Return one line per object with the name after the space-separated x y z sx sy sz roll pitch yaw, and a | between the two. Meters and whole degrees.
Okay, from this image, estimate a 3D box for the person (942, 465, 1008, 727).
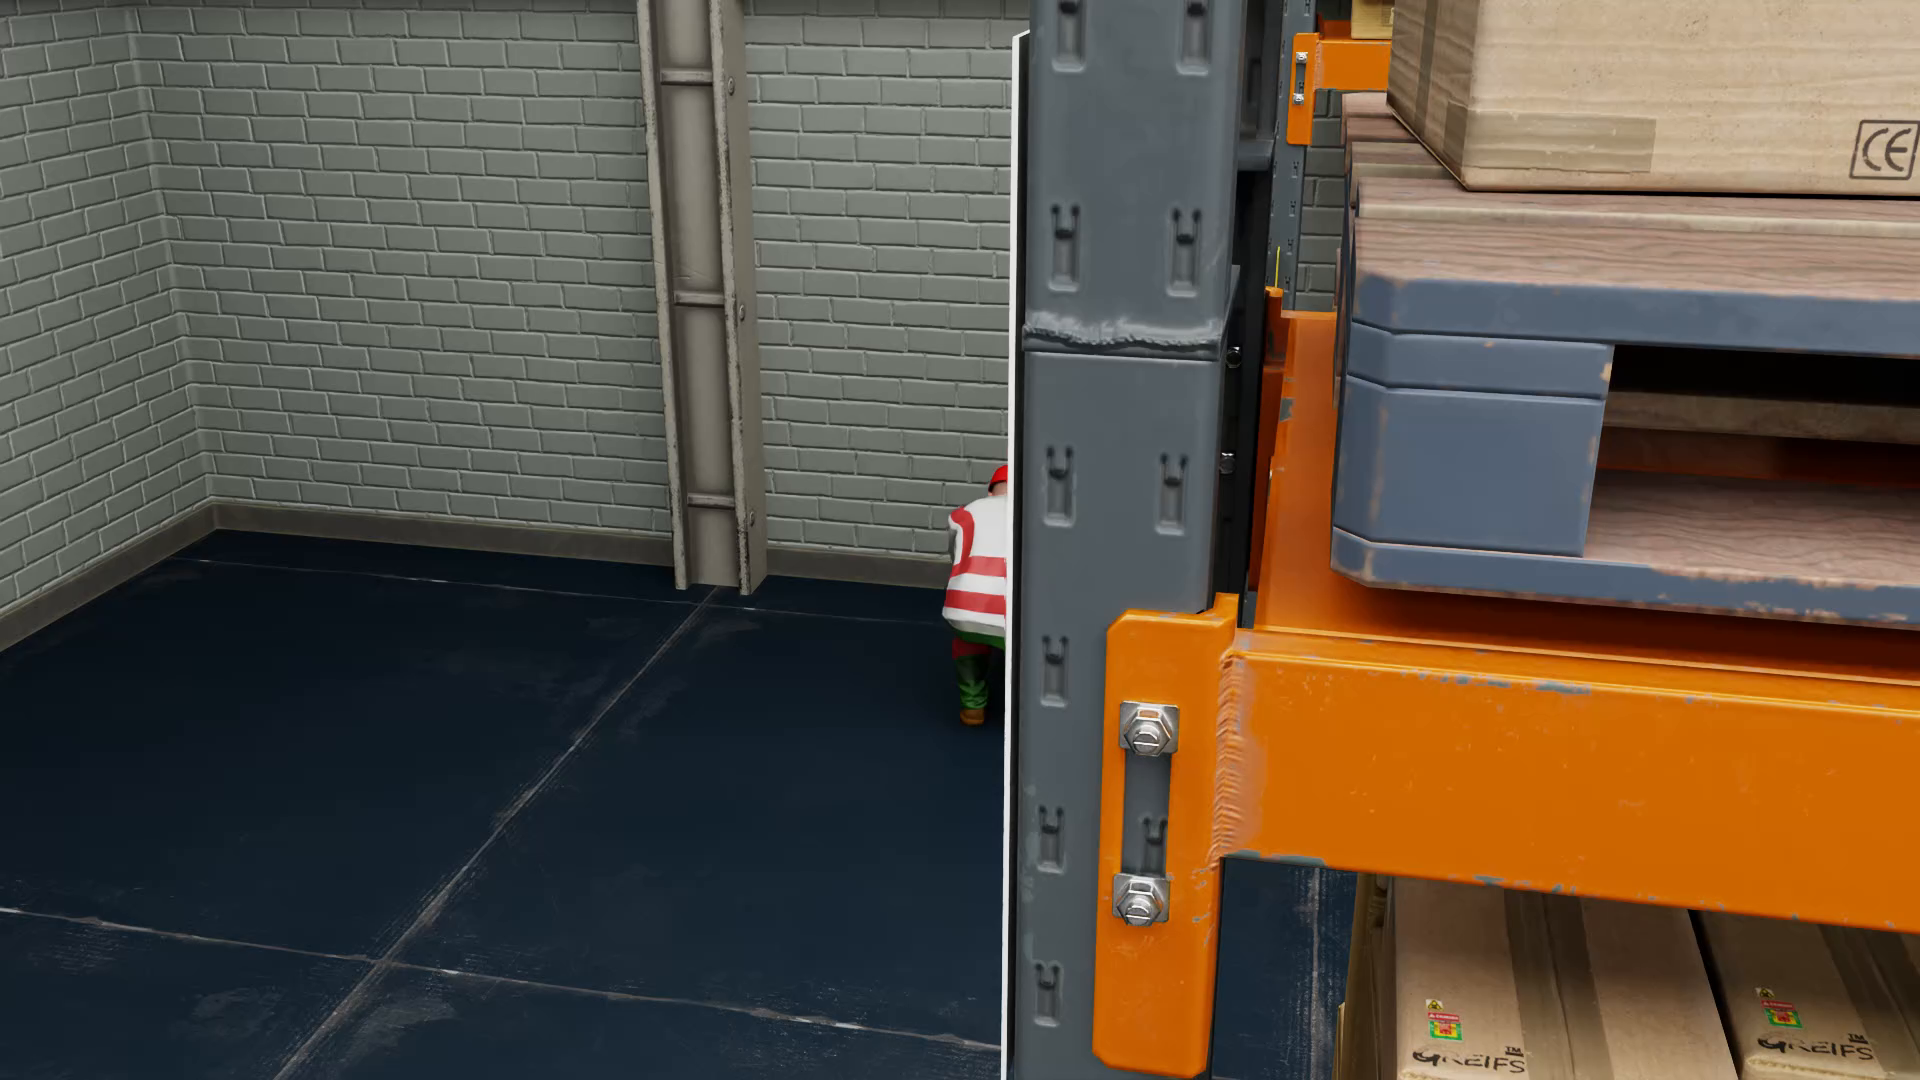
0.184 0.257 7.001 0.535 0.989 0.910 5 22 12 | person
